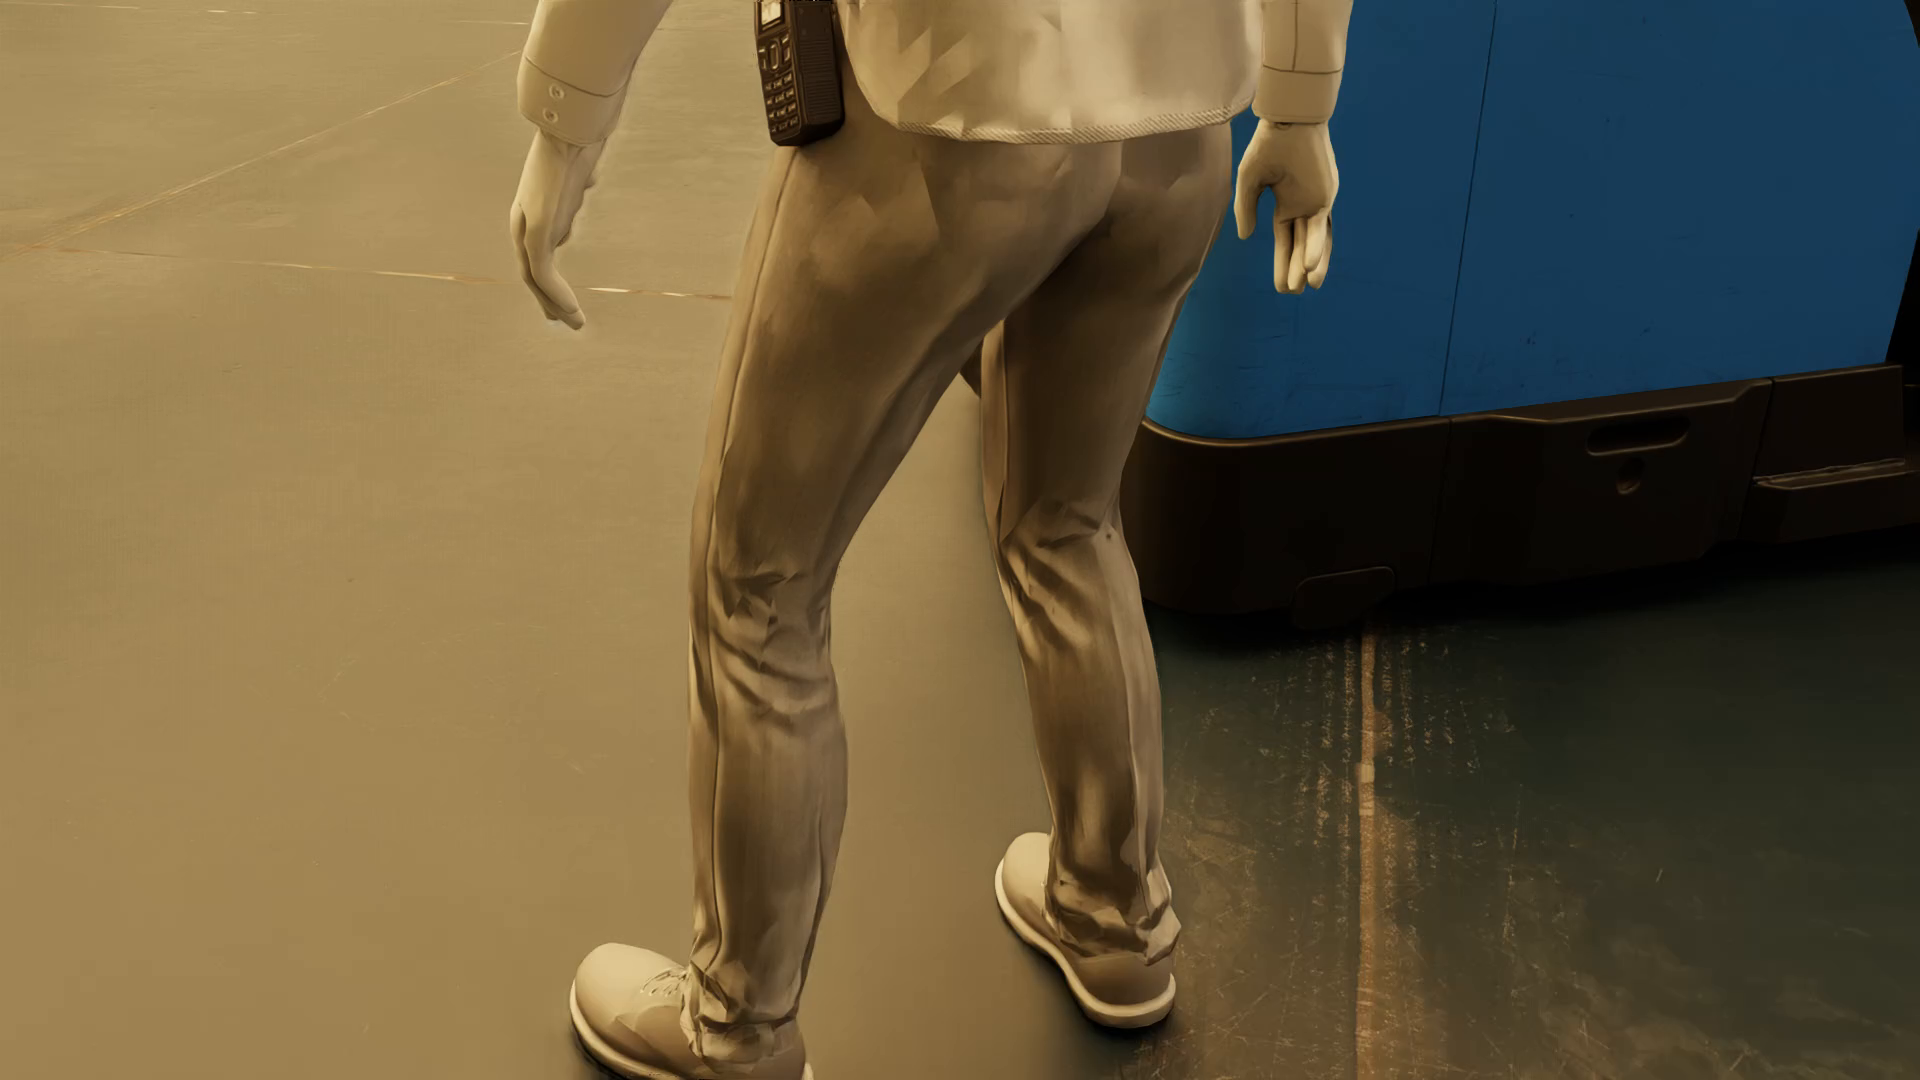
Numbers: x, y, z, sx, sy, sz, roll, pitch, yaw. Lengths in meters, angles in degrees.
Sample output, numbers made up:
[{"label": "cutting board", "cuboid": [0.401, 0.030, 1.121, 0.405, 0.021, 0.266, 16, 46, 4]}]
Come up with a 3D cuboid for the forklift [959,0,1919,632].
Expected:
[{"label": "forklift", "cuboid": [1.567, -1.552, 2.323, 3.031, 2.935, 1.130, -7, 28, -14]}]

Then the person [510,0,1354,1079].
[{"label": "person", "cuboid": [0.003, -0.304, 1.287, 0.713, 1.642, 0.376, -17, 31, -30]}]
